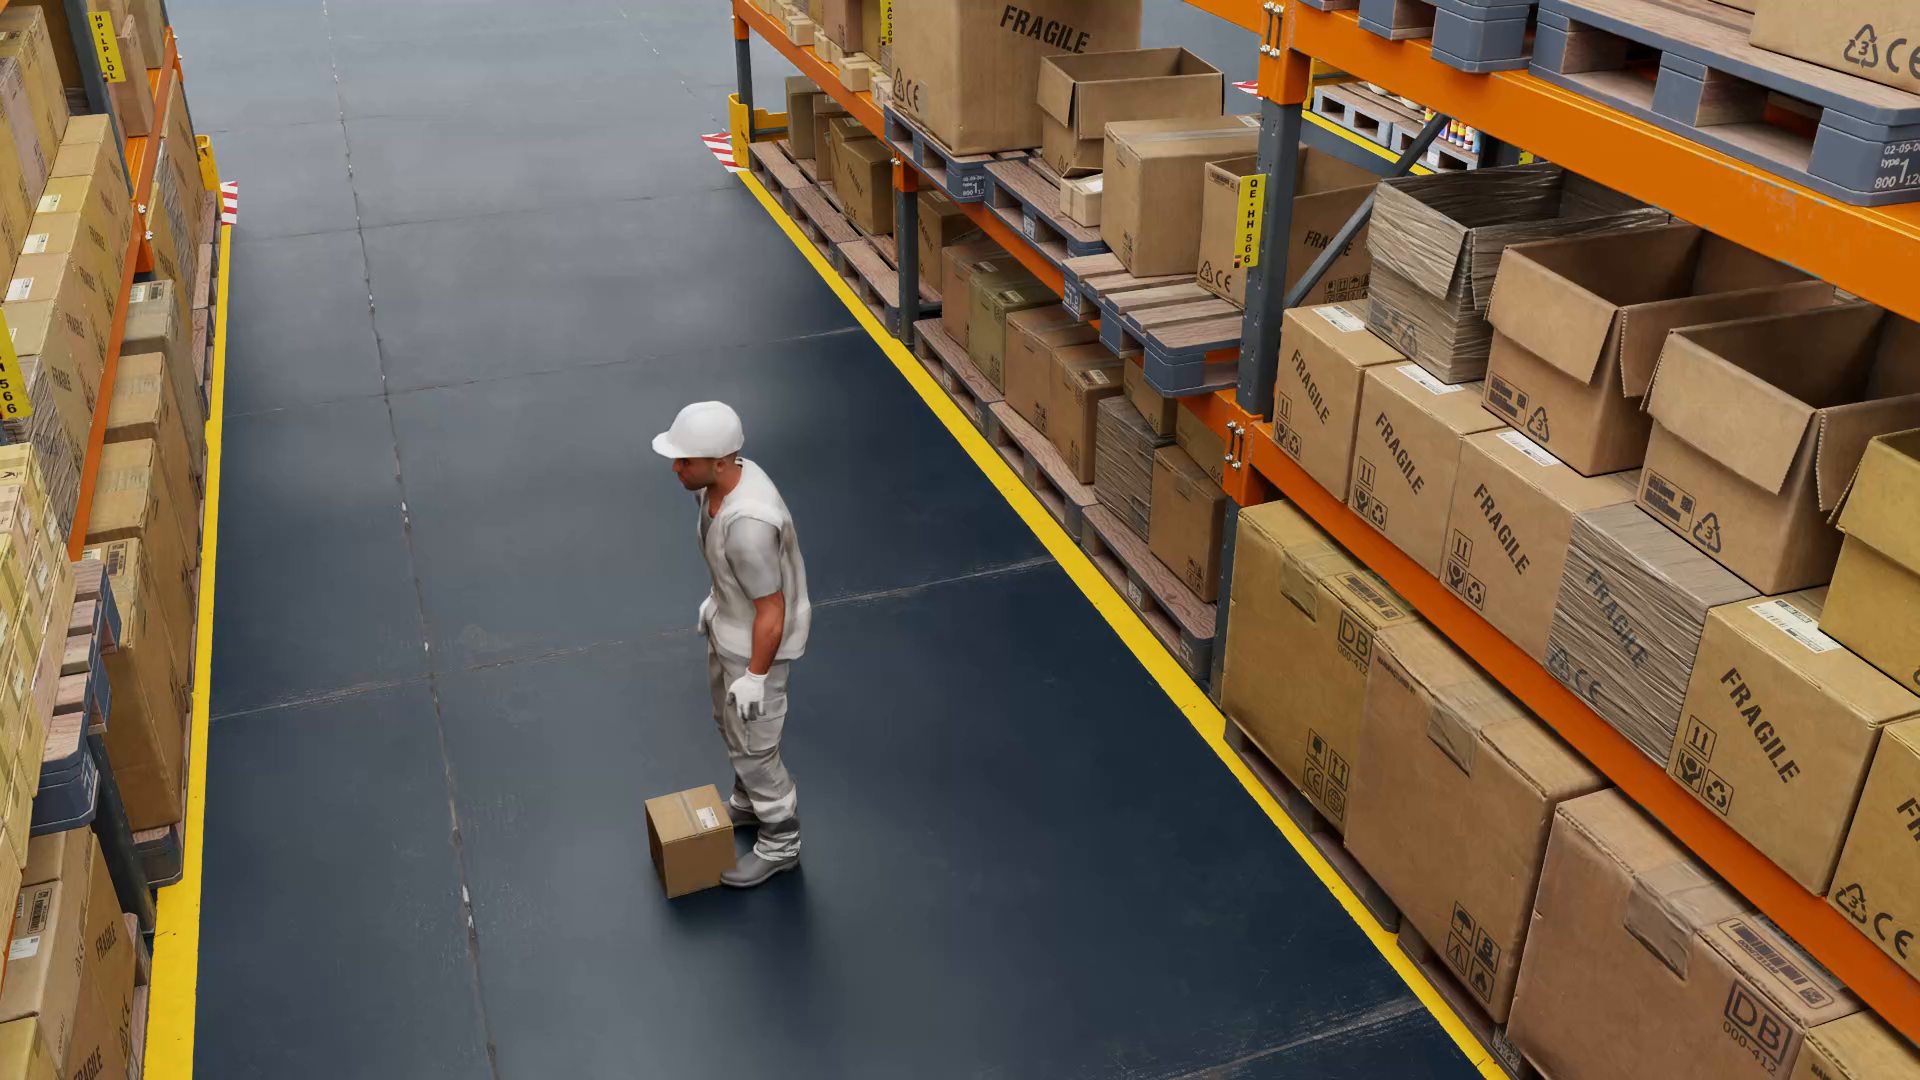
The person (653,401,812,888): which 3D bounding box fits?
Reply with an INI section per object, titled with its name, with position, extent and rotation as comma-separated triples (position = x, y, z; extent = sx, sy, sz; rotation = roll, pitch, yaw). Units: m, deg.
[person]
position = -0.731, 0.339, 5.515
extent = 0.448, 1.779, 0.609
rotation = -10, 31, -17
